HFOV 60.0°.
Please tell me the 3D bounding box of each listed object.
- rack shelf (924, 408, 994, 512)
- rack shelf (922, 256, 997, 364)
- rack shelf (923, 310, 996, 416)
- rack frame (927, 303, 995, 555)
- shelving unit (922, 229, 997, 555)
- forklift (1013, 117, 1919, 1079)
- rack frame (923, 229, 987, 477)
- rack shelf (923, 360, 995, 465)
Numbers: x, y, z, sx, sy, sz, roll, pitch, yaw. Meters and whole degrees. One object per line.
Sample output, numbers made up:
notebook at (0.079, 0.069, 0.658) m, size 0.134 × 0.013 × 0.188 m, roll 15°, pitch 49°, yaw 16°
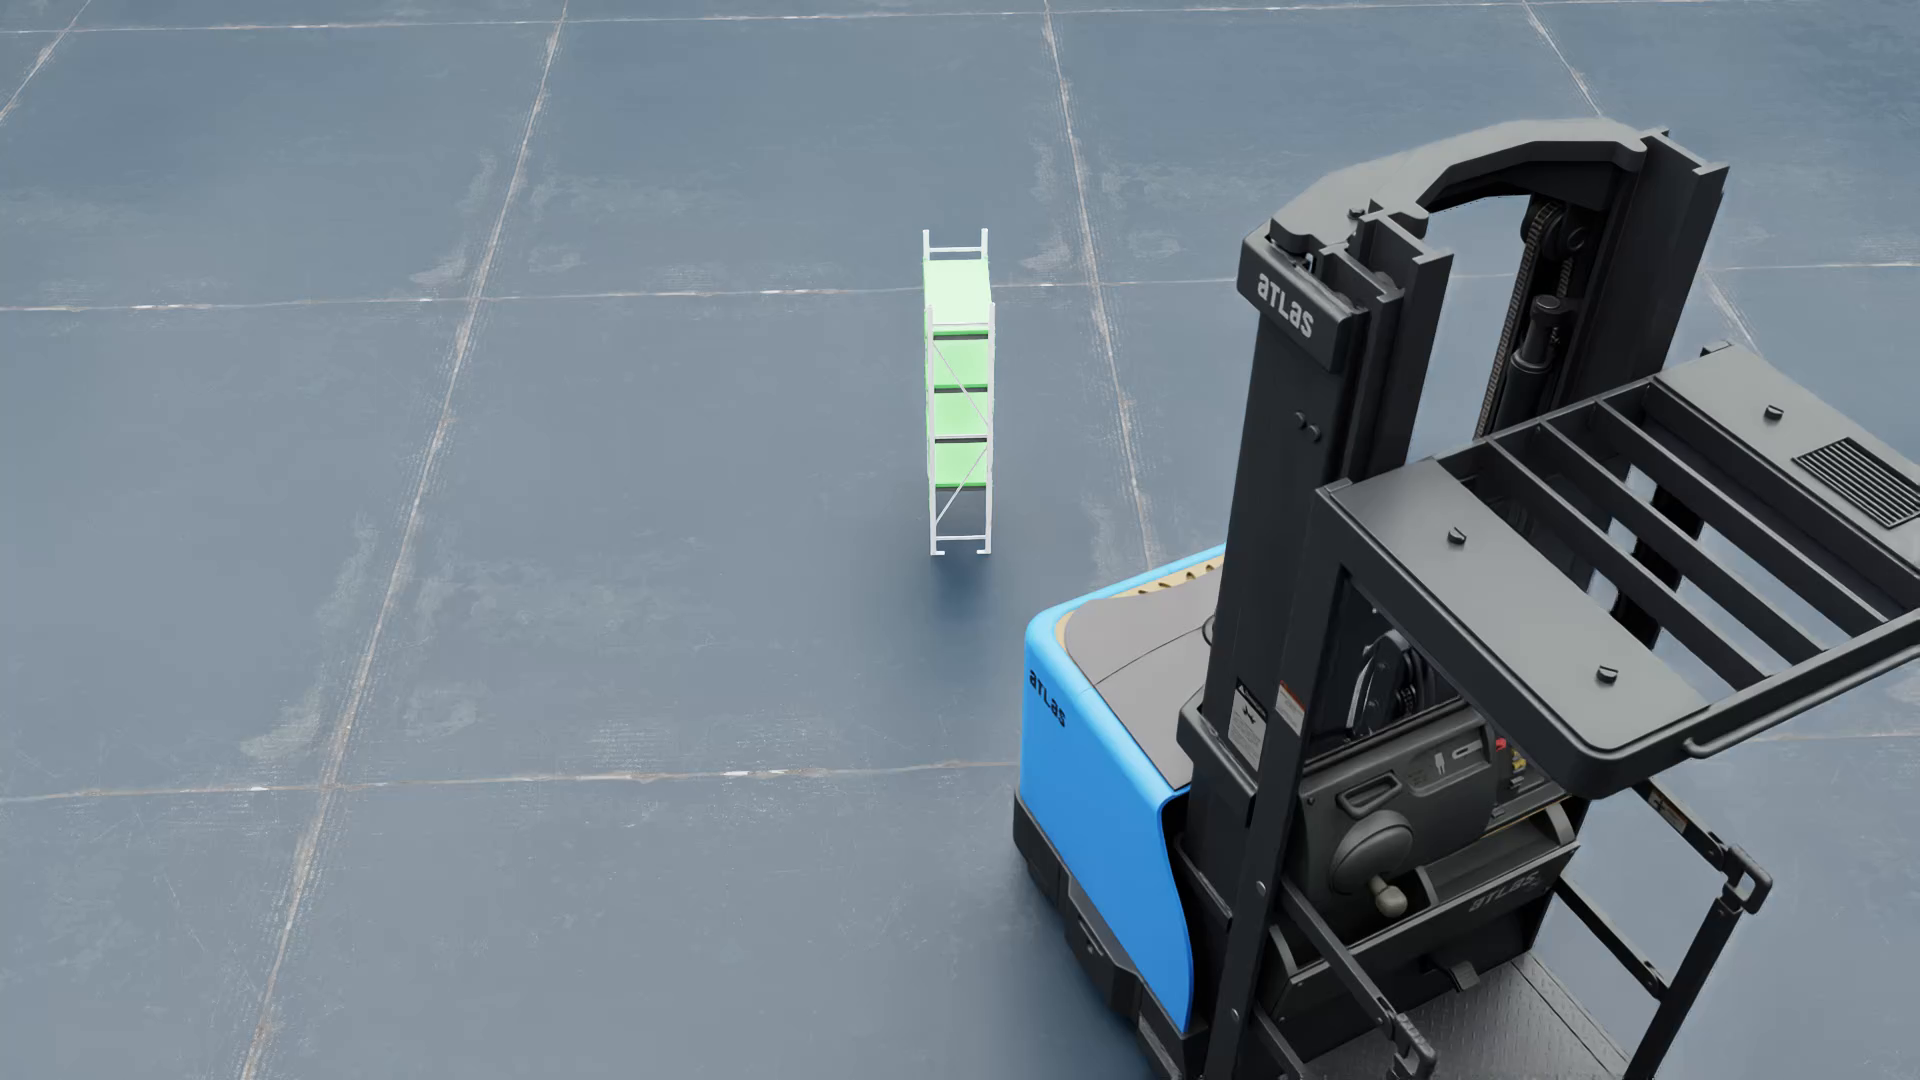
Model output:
rack shelf at (-0.007, -0.330, 6.672) m, size 0.258 × 0.148 × 0.480 m, roll -2°, pitch 43°, yaw -2°
rack shelf at (-0.007, -0.861, 6.185) m, size 0.258 × 0.148 × 0.480 m, roll -2°, pitch 43°, yaw -2°
rack shelf at (-0.007, -0.684, 6.347) m, size 0.258 × 0.148 × 0.480 m, roll -2°, pitch 43°, yaw -2°
rack frame at (0.003, -0.389, 6.287) m, size 0.240 × 1.200 × 0.015 m, roll -2°, pitch 43°, yaw -2°
shelving unit at (-0.007, -0.554, 6.466) m, size 0.258 × 1.200 × 0.503 m, roll -2°, pitch 43°, yaw -2°
forklift at (1.299, 0.676, 3.844) m, size 1.130 × 2.935 × 3.031 m, roll -19°, pitch 46°, yaw -20°
rack frame at (-0.017, -0.719, 6.646) m, size 0.240 × 1.200 × 0.015 m, roll -2°, pitch 43°, yaw -2°
rack shelf at (-0.007, -0.507, 6.510) m, size 0.258 × 0.148 × 0.480 m, roll -2°, pitch 43°, yaw -2°
